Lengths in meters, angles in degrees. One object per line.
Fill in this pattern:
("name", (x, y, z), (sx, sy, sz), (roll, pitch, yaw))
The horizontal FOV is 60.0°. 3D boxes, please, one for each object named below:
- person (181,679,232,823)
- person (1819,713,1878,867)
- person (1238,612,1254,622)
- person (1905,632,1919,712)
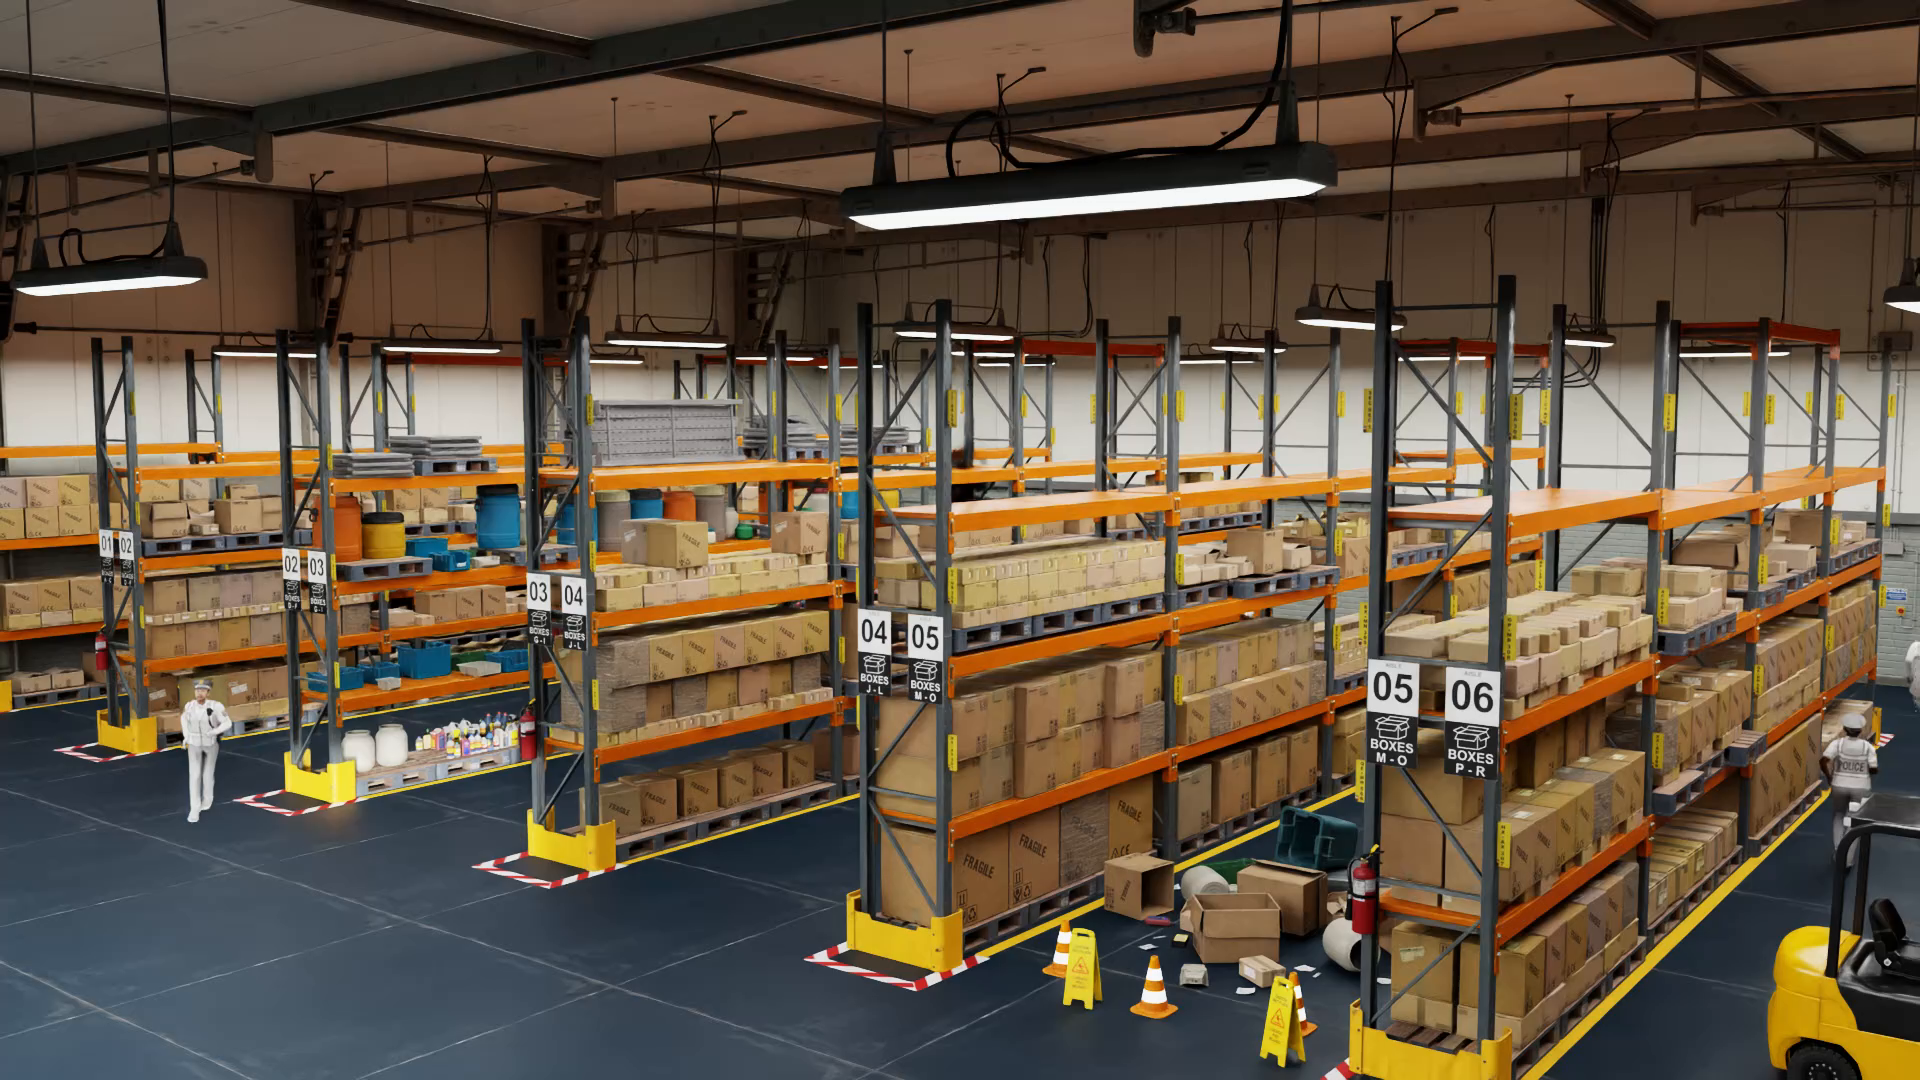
("person", (-9.257, 2.536, 20.430), (0.607, 1.704, 0.787), (-1, 5, -16))
("person", (9.752, 2.745, 18.247), (0.554, 1.717, 0.651), (3, 6, 34))
("person", (4.062, 1.932, 23.833), (0.631, 1.899, 0.711), (4, 6, 36))
("person", (14.575, 2.123, 25.053), (0.775, 1.727, 0.645), (1, 5, 12))
